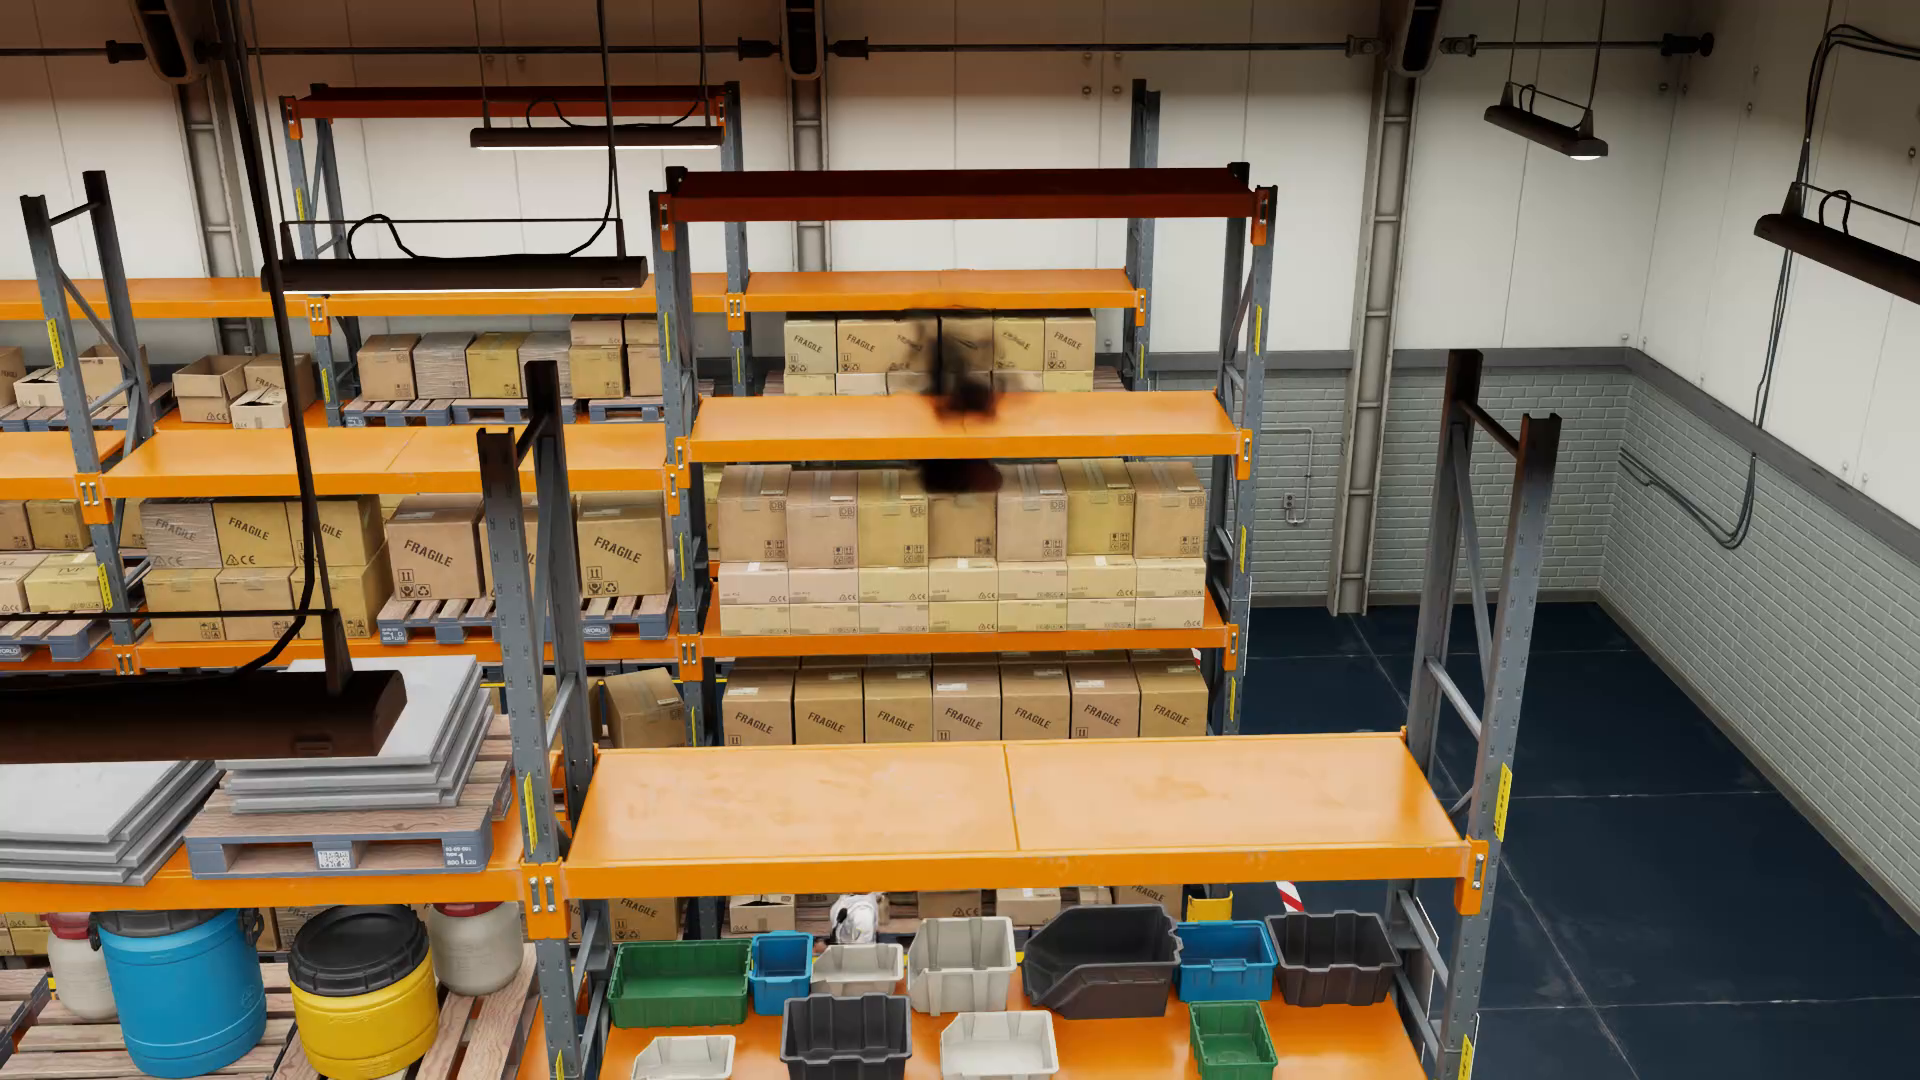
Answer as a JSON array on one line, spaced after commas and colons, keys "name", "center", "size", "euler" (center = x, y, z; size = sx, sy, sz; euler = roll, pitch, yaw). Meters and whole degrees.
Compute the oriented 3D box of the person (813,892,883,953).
[{"name": "person", "center": [-0.738, 2.862, 11.226], "size": [0.639, 1.724, 0.552], "euler": [-6, 23, -16]}]
